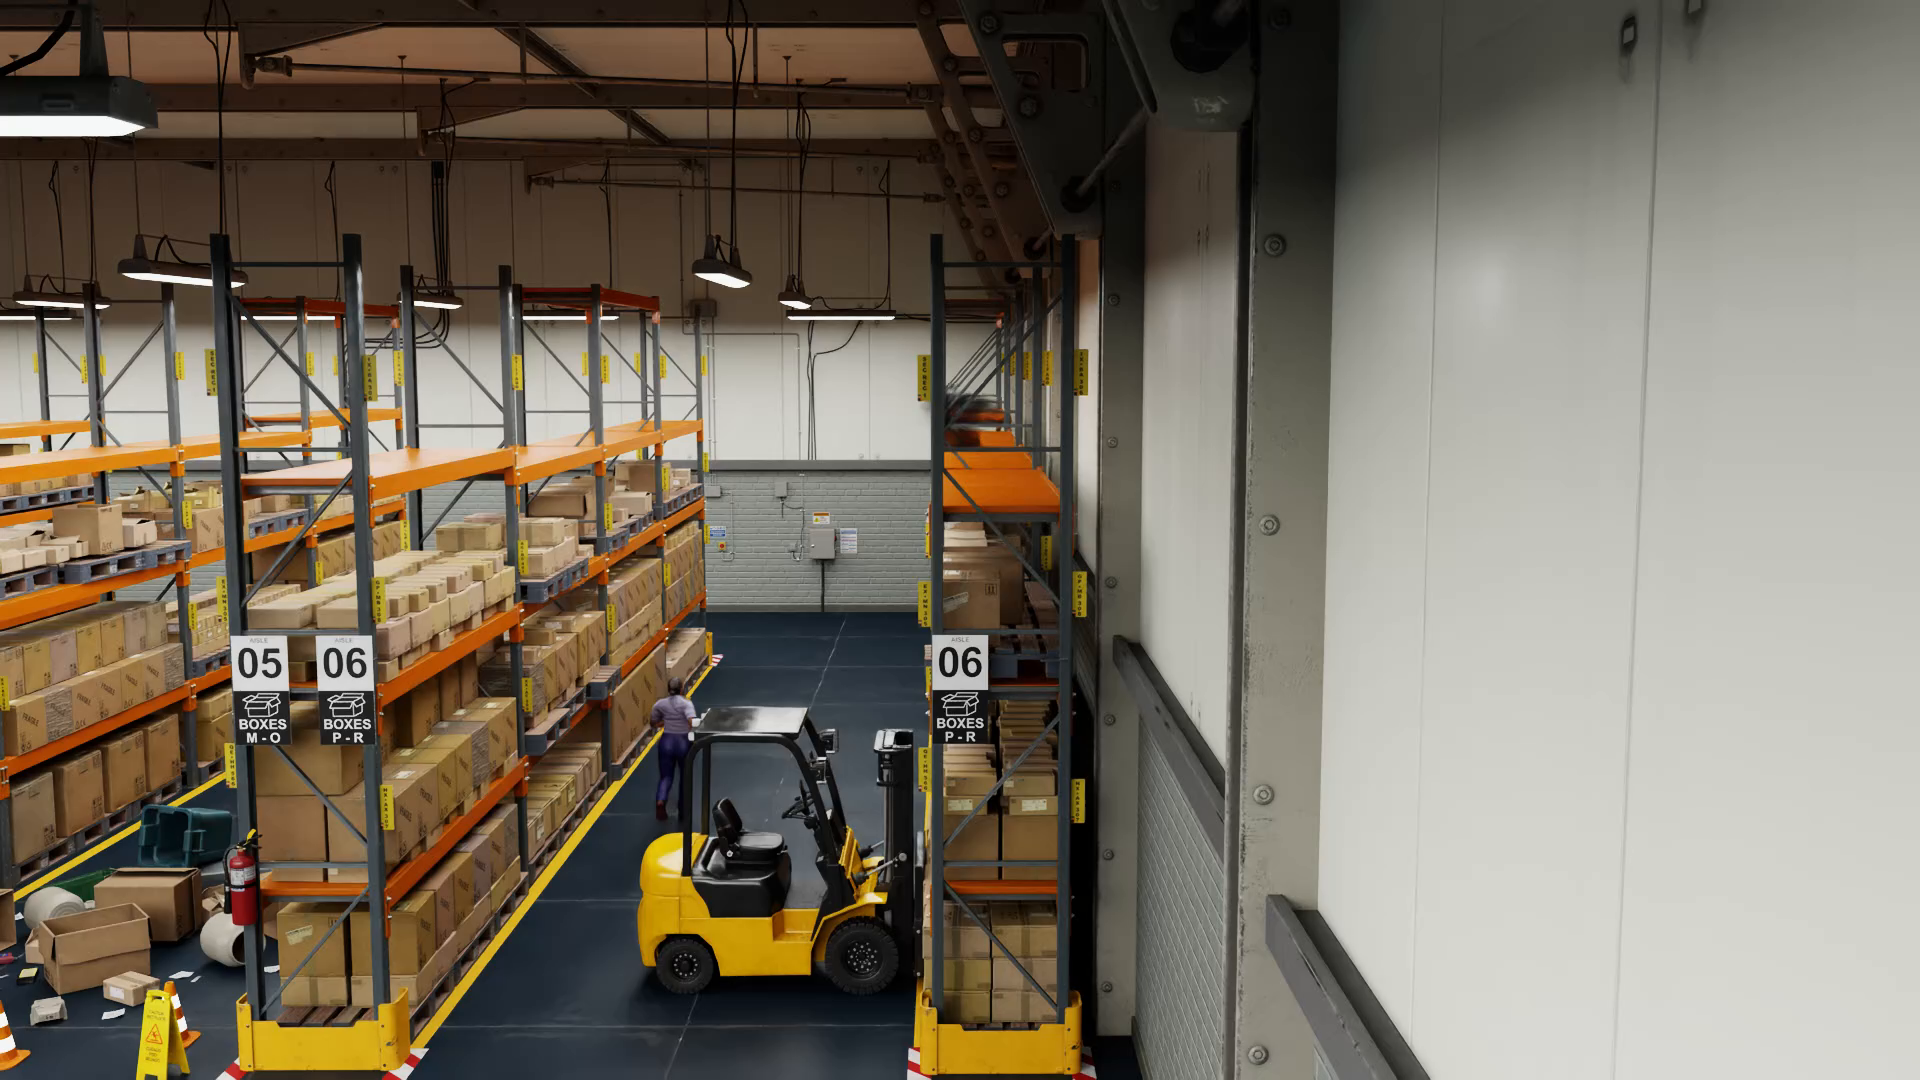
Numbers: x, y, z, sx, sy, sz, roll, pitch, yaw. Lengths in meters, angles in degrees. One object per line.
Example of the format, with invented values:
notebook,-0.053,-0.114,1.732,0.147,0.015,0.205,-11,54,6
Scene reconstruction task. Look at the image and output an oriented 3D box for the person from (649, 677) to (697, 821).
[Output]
person,-3.156,2.321,18.391,0.600,1.624,0.848,0,6,4
